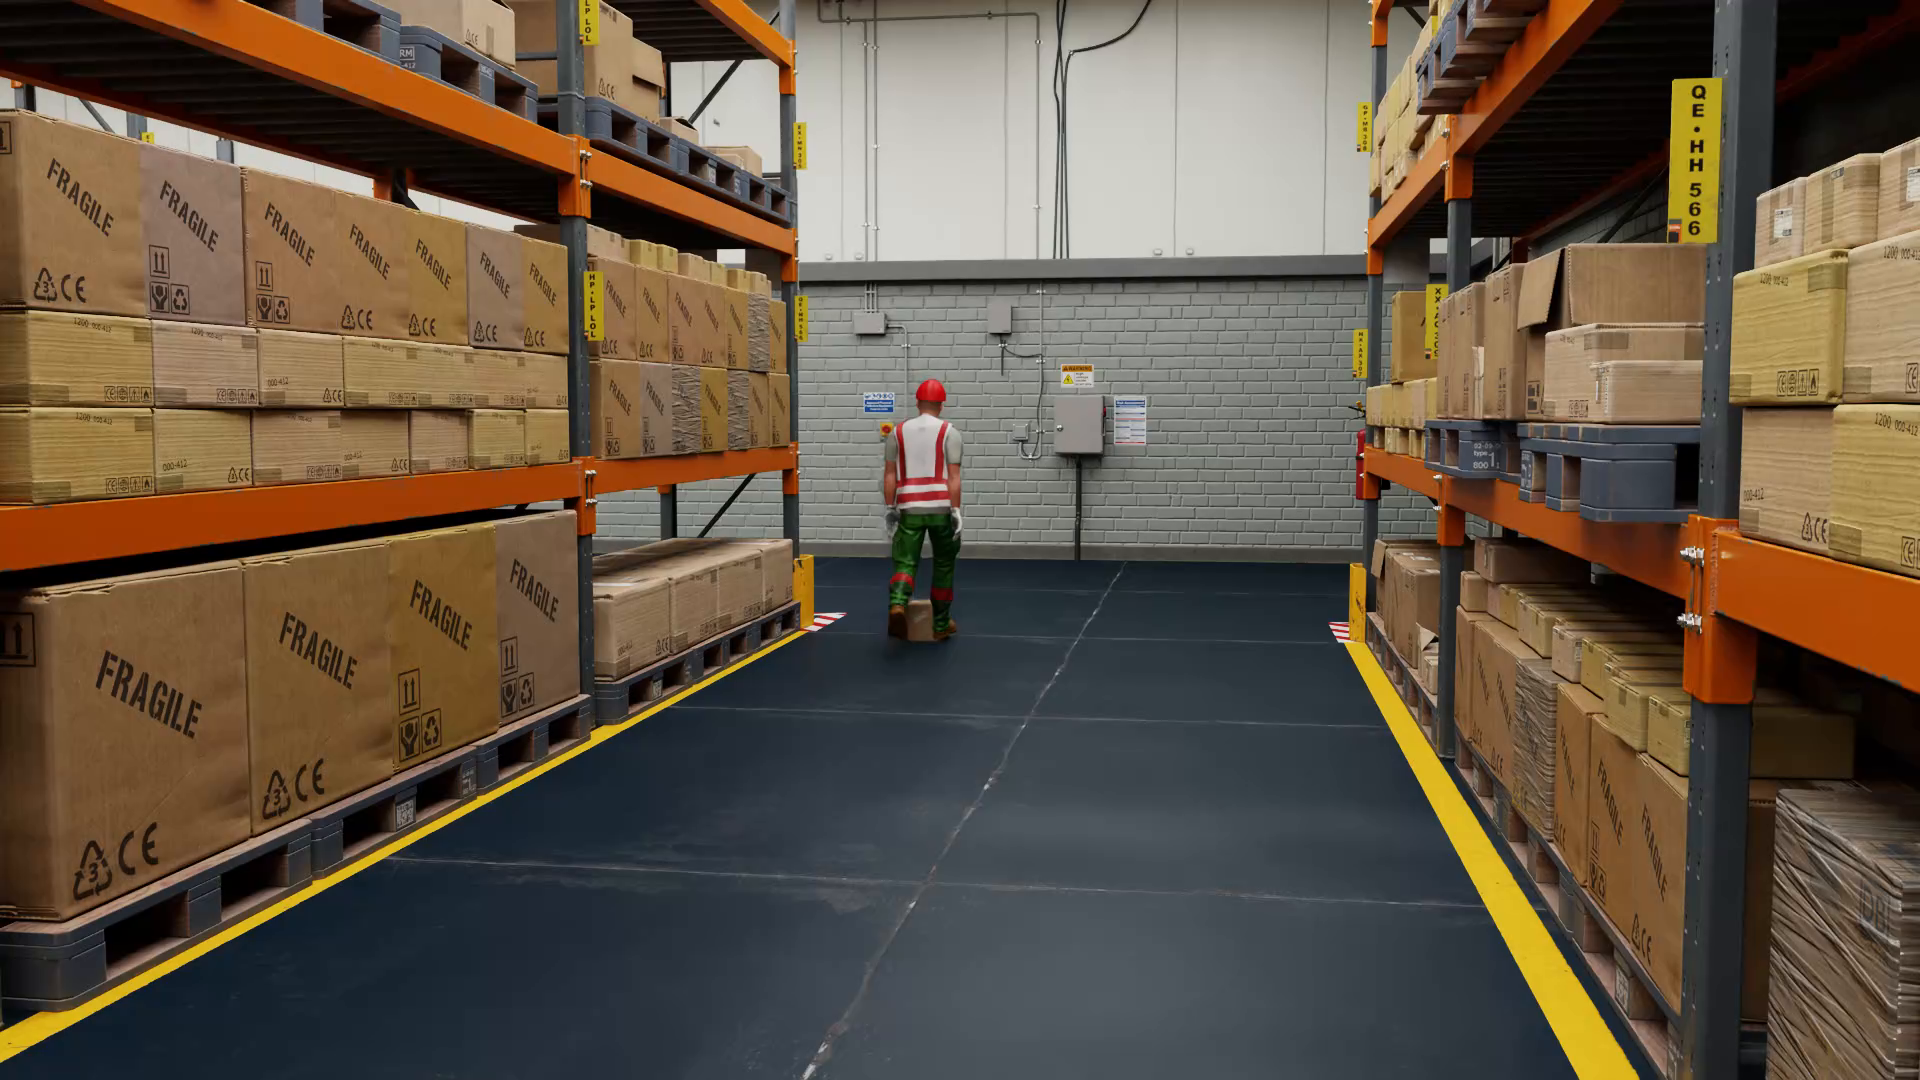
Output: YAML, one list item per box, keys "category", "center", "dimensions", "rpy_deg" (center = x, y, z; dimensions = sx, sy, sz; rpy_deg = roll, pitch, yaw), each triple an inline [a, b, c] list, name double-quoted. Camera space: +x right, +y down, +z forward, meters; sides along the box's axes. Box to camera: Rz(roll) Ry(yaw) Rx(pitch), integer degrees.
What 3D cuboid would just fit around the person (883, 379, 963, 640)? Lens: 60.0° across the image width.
- category: "person"
  center: [-0.253, -0.183, 10.946]
  dimensions: [0.548, 1.750, 0.993]
  rpy_deg: [1, 4, 11]
